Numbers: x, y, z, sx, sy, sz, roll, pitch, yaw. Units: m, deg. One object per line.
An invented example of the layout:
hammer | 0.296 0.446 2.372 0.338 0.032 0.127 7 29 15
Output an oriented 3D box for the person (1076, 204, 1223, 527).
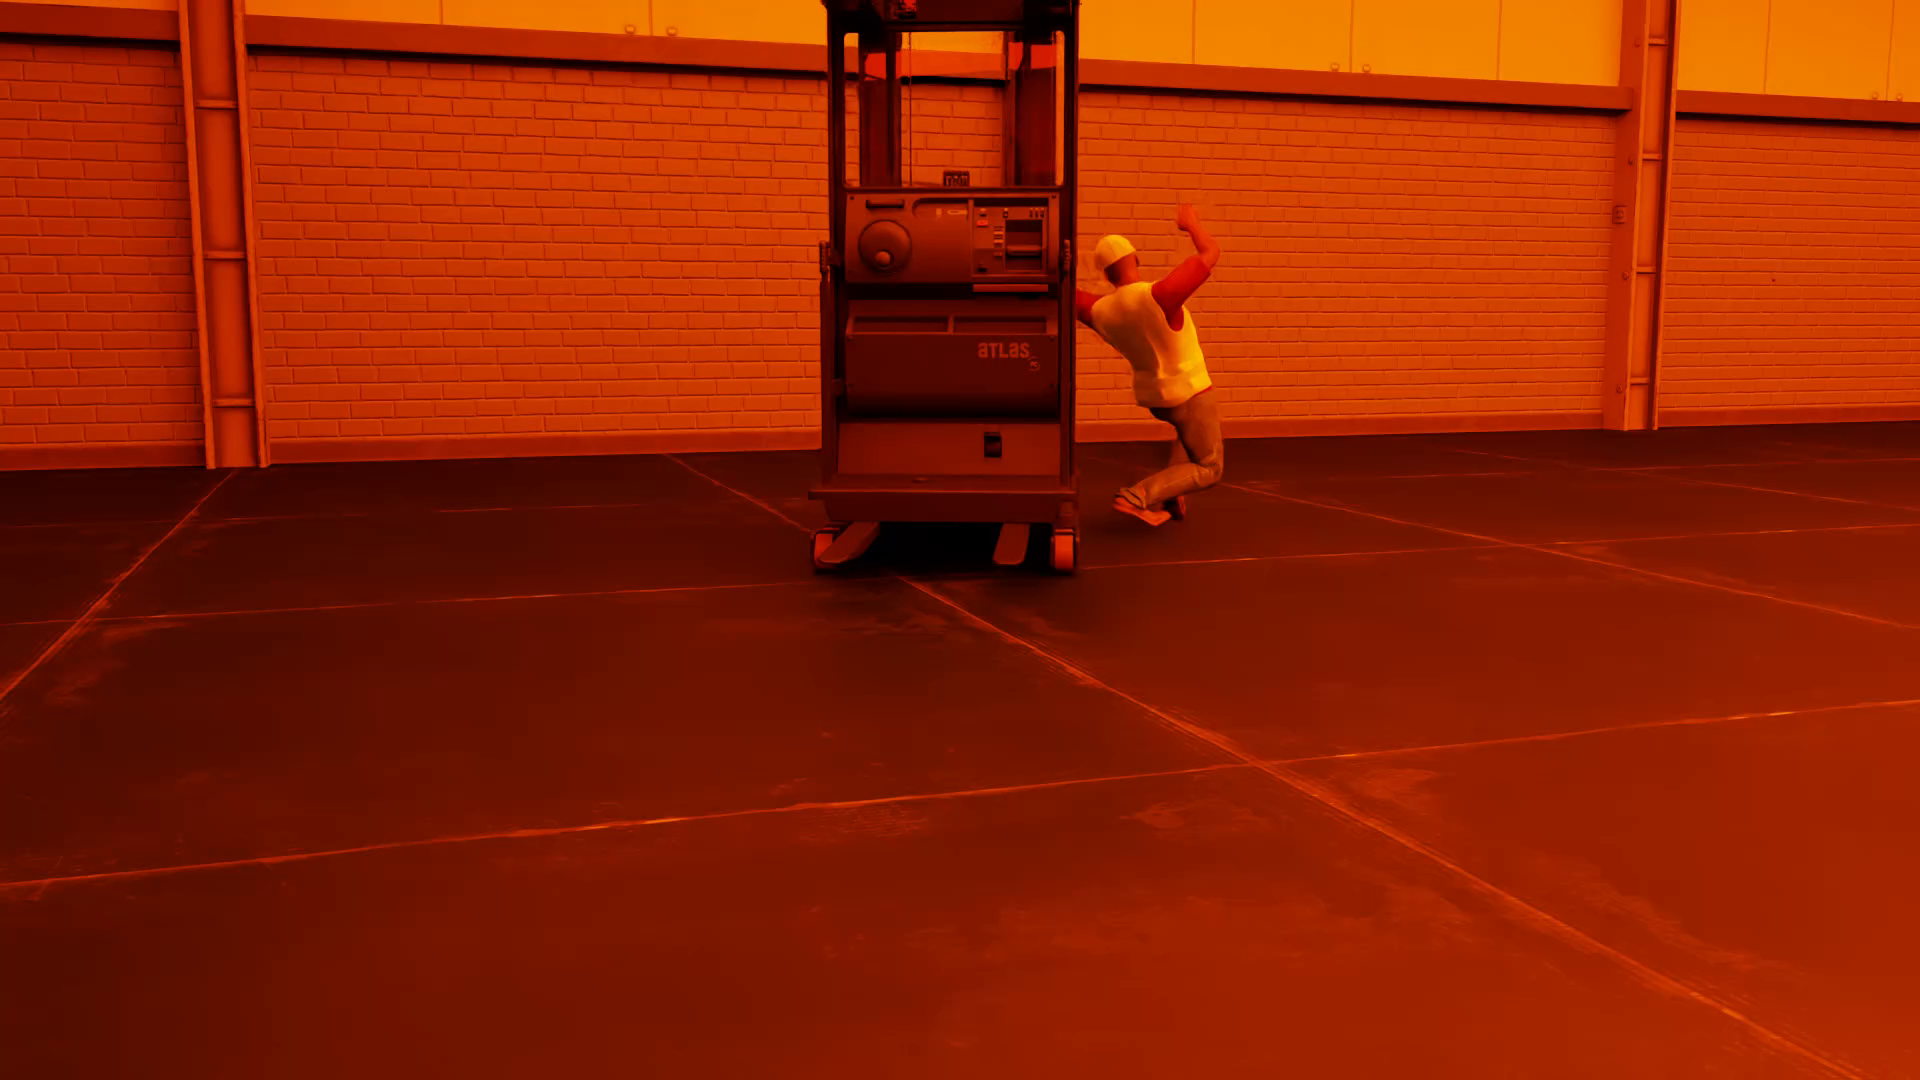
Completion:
person | 0.940 -0.881 8.524 0.843 1.636 1.154 -4 9 -29

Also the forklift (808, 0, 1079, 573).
forklift | -0.046 -1.357 7.024 1.130 2.935 3.031 0 8 4
